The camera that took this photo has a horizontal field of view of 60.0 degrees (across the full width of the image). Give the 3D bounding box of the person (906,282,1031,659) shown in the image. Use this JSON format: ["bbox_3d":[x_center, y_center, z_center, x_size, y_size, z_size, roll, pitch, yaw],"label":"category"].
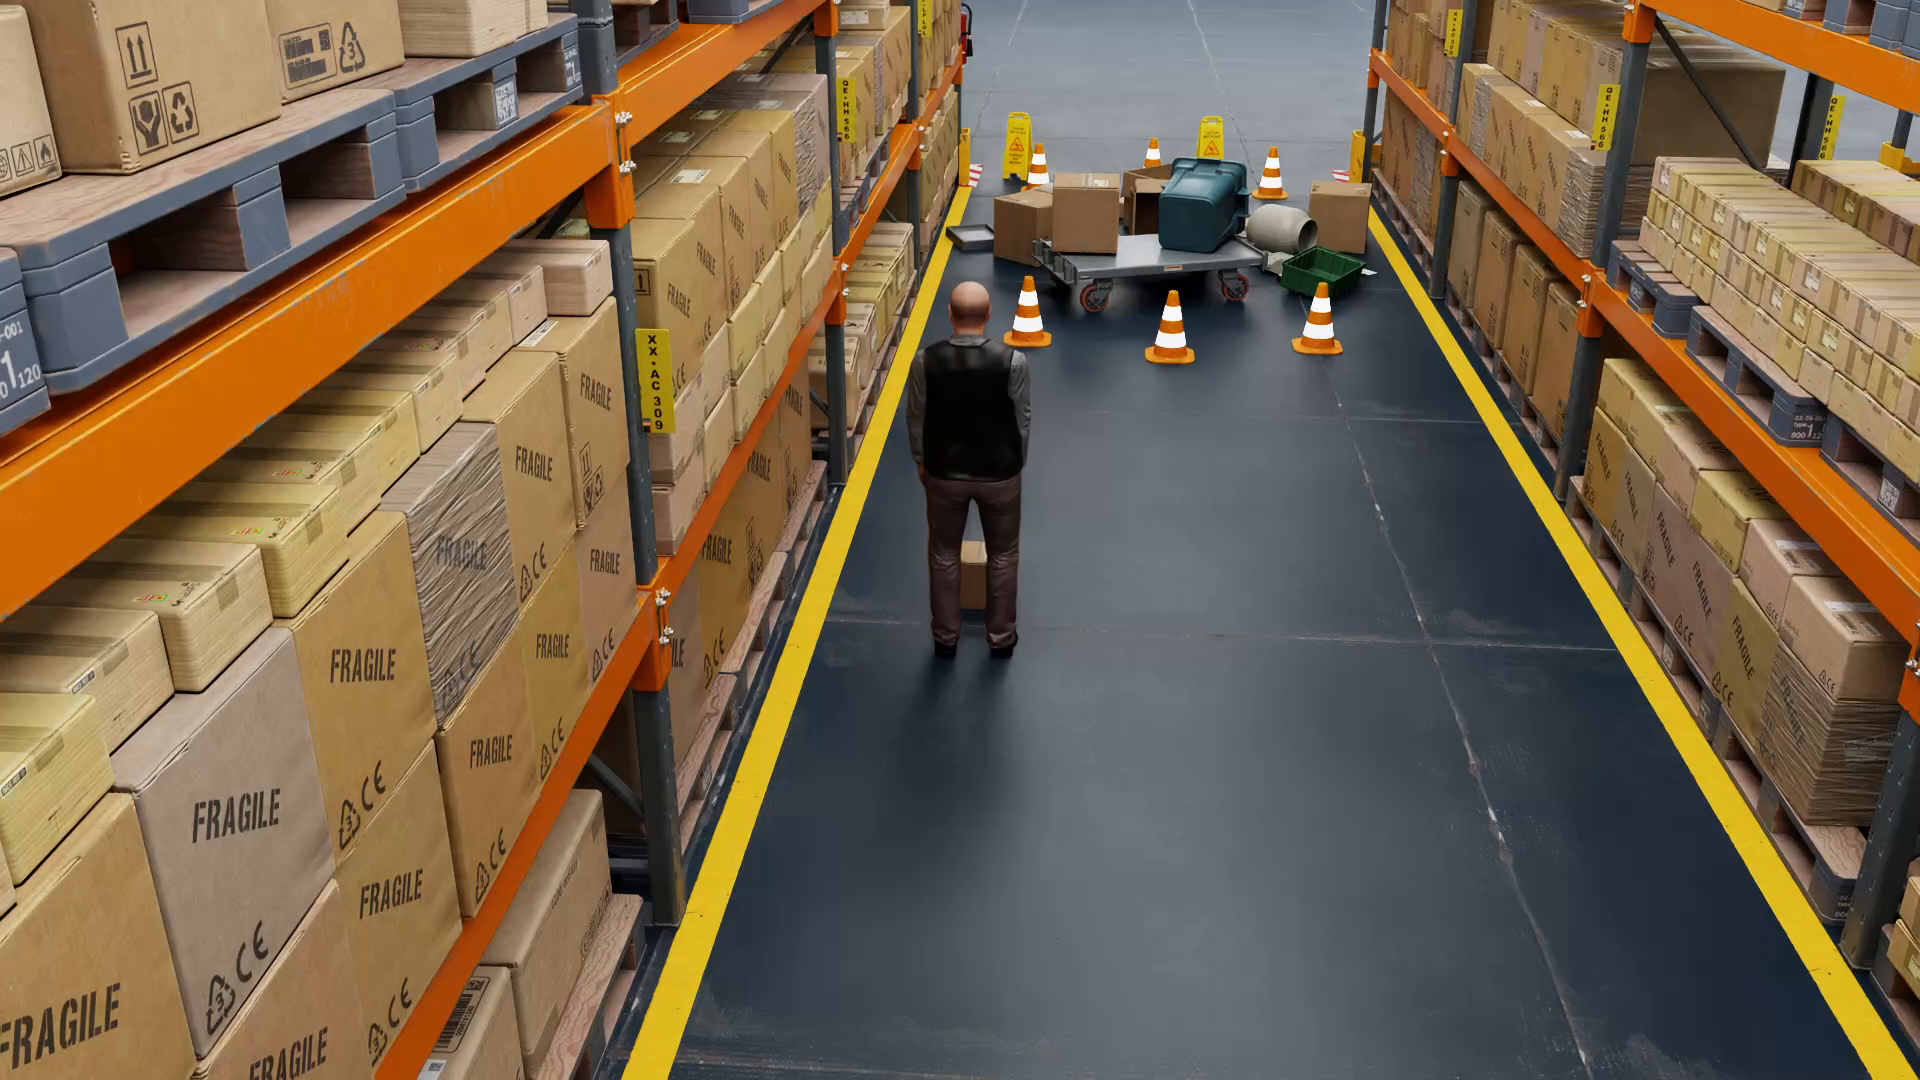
[{"bbox_3d":[0.036,-0.285,7.295,0.540,1.708,0.366,2,24,5],"label":"person"}]
